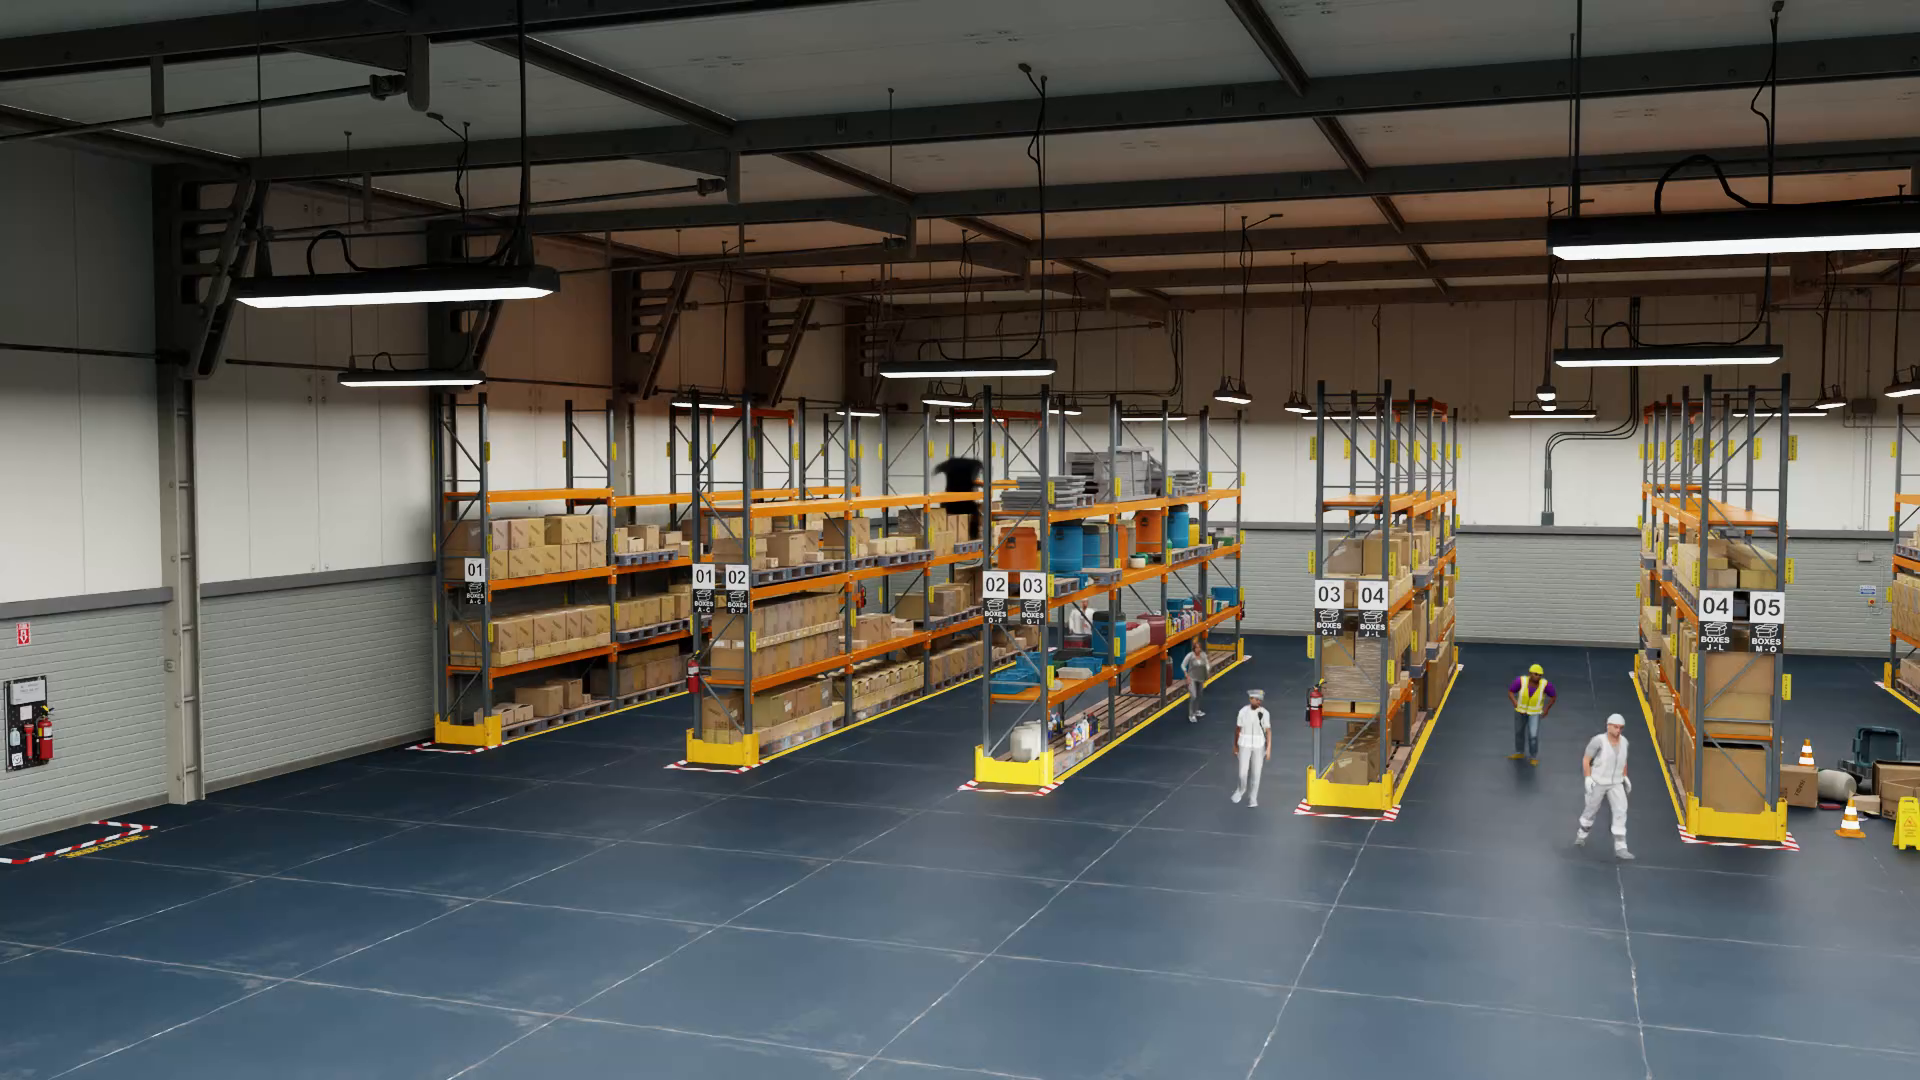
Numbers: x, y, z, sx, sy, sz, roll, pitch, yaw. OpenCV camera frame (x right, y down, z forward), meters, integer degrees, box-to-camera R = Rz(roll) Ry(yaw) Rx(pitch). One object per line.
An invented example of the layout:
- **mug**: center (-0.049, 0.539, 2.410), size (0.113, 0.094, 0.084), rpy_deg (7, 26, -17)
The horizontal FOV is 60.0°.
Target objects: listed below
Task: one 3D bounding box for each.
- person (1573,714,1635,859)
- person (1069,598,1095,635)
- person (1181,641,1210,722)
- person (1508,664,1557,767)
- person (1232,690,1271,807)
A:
- **person**: center (7.984, 2.993, 20.510), size (0.705, 1.727, 1.002), rpy_deg (-1, 3, -9)
- **person**: center (2.725, 2.160, 36.824), size (0.657, 1.790, 0.764), rpy_deg (0, 3, 8)
- **person**: center (4.396, 2.615, 30.921), size (0.601, 1.538, 0.797), rpy_deg (-1, 3, -17)
- **person**: center (9.144, 2.783, 26.667), size (0.754, 1.666, 0.789), rpy_deg (2, 4, 32)
- **person**: center (4.097, 2.916, 23.363), size (0.534, 1.664, 0.463), rpy_deg (0, 3, 7)
